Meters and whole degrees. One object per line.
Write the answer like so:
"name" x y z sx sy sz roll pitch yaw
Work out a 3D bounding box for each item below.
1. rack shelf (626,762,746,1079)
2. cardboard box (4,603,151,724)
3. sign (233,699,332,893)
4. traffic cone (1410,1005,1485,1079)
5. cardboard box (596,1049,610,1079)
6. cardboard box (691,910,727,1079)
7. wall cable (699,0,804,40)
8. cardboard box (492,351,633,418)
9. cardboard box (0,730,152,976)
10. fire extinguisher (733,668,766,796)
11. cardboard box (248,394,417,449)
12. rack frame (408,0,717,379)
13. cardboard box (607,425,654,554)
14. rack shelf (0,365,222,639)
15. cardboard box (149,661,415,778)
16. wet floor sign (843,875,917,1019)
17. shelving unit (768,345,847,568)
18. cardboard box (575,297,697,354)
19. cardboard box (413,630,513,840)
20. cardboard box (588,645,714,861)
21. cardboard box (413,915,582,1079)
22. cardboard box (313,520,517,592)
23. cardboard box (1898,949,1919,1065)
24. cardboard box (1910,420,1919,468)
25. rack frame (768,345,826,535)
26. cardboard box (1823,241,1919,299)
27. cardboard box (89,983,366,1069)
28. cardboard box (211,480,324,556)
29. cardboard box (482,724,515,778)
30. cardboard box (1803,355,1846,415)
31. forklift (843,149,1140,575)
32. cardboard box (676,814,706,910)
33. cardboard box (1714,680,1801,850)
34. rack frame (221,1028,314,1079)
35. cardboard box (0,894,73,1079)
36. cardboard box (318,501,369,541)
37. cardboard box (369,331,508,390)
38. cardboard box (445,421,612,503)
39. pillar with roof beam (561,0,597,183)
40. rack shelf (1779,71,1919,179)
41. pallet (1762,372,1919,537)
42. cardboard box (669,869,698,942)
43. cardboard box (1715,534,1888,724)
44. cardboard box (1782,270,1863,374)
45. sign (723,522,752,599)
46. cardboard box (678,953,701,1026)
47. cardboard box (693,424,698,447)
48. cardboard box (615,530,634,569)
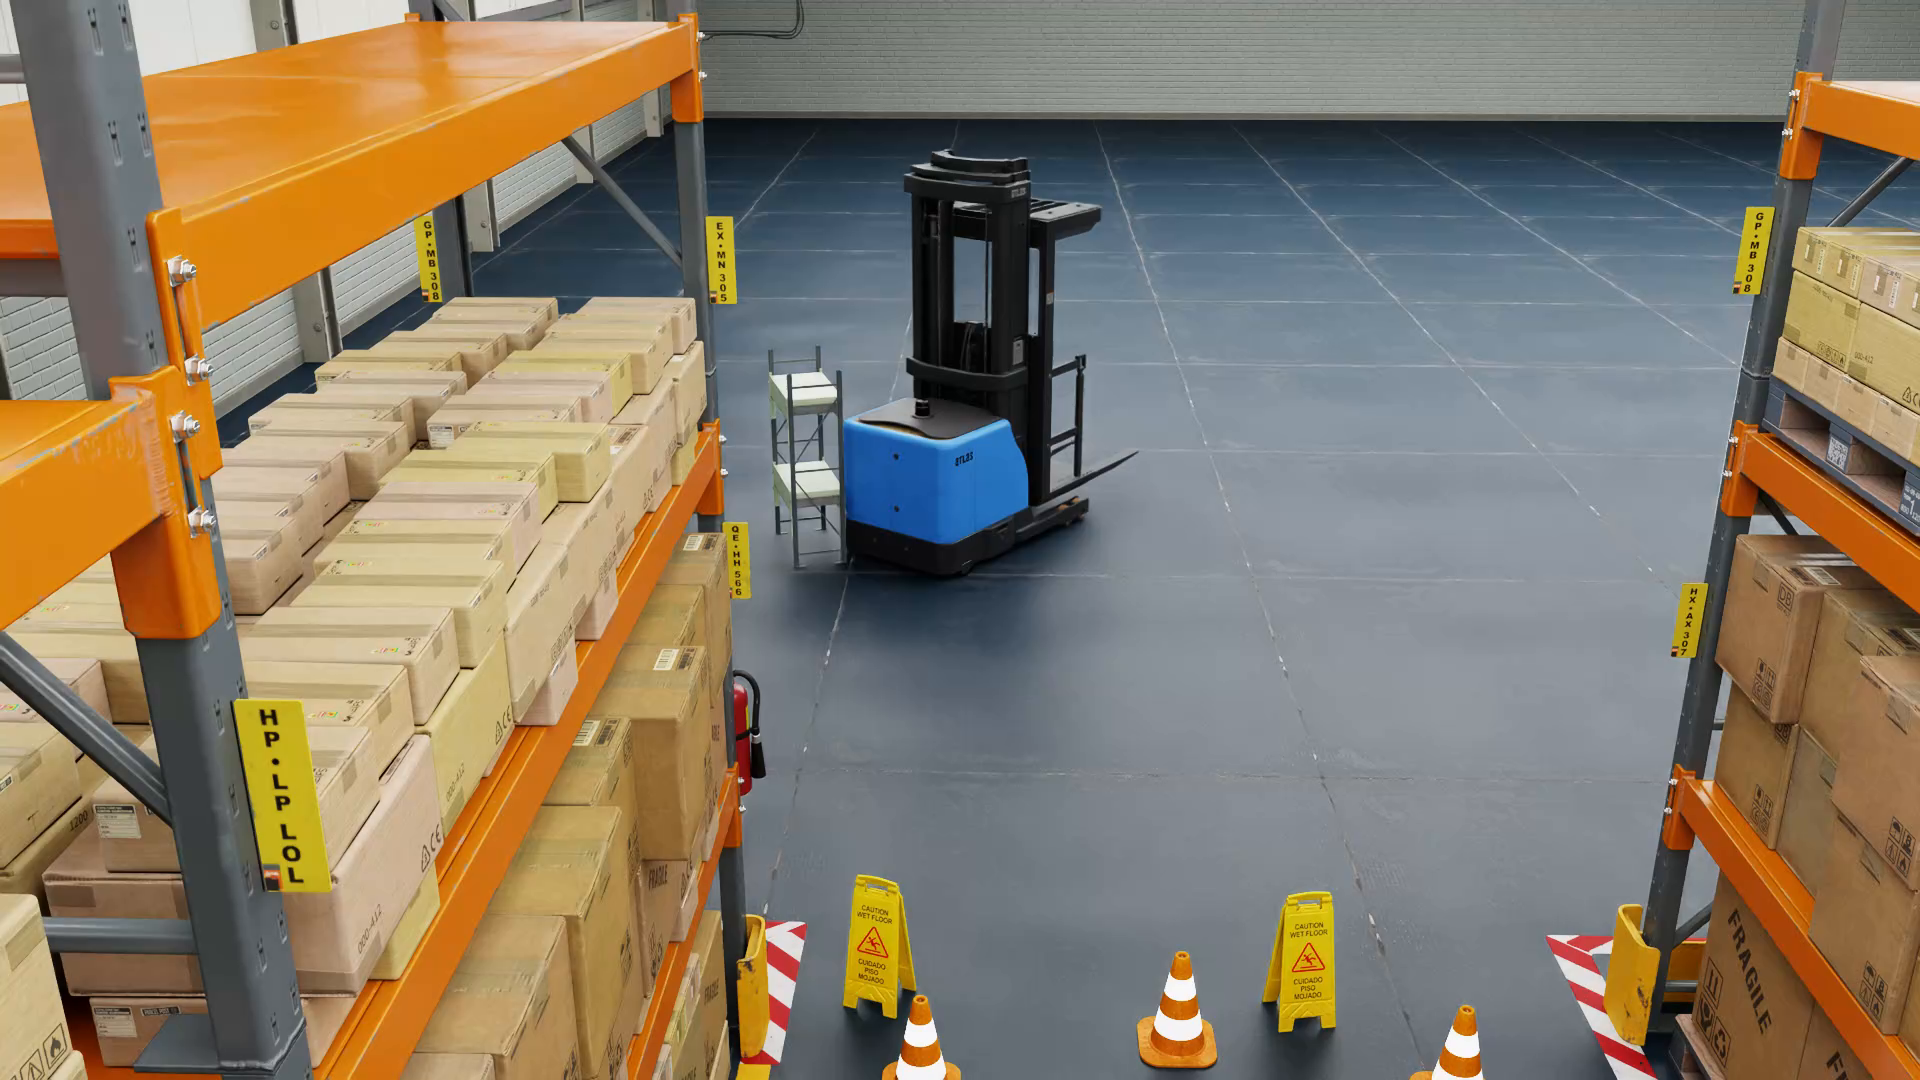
"rack shelf" -1.504 1.816 5.197 1.077 0.370 4.000 1 21 2
"cardboard box" -1.744 0.246 3.348 0.380 0.149 0.250 1 21 3
"sign" -1.010 0.385 2.483 0.100 0.325 0.005 1 21 2
"traffic cone" 2.073 2.134 6.889 0.336 0.463 0.334 1 21 2
"cardboard box" -1.252 1.499 4.469 0.500 0.500 0.500 0 21 1
"cardboard box" -1.206 1.786 6.462 0.500 0.500 0.500 1 21 2
"wall cable" -5.002 -12.301 36.584 3.097 2.526 0.112 1 21 2
"cardboard box" -1.253 -0.494 5.253 0.380 0.149 0.250 1 21 2
"cardboard box" -1.820 0.573 3.054 0.500 0.250 0.500 0 21 1
"fire extinguisher" -0.979 0.757 7.038 0.296 0.674 0.183 1 21 2
"cardboard box" -1.802 -0.314 4.791 0.380 0.149 0.250 1 21 3
"rack frame" -1.443 -2.040 5.845 1.000 3.000 0.127 1 21 2
"cardboard box" -1.216 -0.152 4.925 0.500 0.250 0.500 1 21 3
"rack shelf" -1.625 0.652 0.457 1.077 0.370 4.000 1 21 2
"cardboard box" -1.250 0.346 3.089 0.380 0.149 0.250 1 21 3
"wet floor sign" -0.367 1.798 7.503 0.267 0.644 0.232 8 23 20
"shelving unit" -1.157 -0.638 12.599 0.431 1.500 0.755 -6 22 -15
"cardboard box" -1.158 -0.770 5.966 0.380 0.149 0.250 1 21 2
"cardboard box" -1.271 0.394 3.517 0.500 0.250 0.500 0 21 1
"cardboard box" -1.176 0.661 5.246 0.700 0.500 0.500 0 21 1
"cardboard box" -1.297 1.211 3.830 0.700 0.500 0.500 1 21 2
"cardboard box" -1.241 0.066 3.812 0.380 0.149 0.250 0 21 0
"cardboard box" 3.430 1.432 4.984 0.875 0.550 0.500 1 21 2
"cardboard box" 3.147 -0.263 5.042 0.380 0.149 0.250 1 21 2
"rack frame" -1.261 -0.765 12.926 0.400 1.500 0.023 -6 22 -15
"cardboard box" 3.171 -0.912 5.613 0.380 0.149 0.250 1 21 2
"cardboard box" -1.307 0.811 2.992 0.380 0.149 0.250 0 21 1
"cardboard box" -1.801 -0.036 4.074 0.380 0.149 0.250 1 21 2
"cardboard box" -1.282 0.441 3.947 0.380 0.149 0.250 0 21 0
"cardboard box" 3.170 -0.536 5.745 0.380 0.149 0.250 1 21 2
"forklift" 0.389 -1.578 13.045 1.130 2.935 3.031 15 26 34
"cardboard box" -1.204 0.952 5.879 0.500 0.500 0.500 1 21 2
"cardboard box" 3.542 0.840 6.510 0.875 0.550 0.550 1 21 2
"rack frame" -1.564 2.204 3.203 1.000 3.000 0.127 1 21 2
"cardboard box" -1.455 0.657 1.978 0.500 0.250 0.500 1 21 3
"cardboard box" -1.776 0.023 4.472 0.500 0.250 0.500 1 21 3
"cardboard box" -1.718 -0.589 5.497 0.380 0.149 0.250 1 21 2
"cardboard box" -1.171 -0.215 4.536 0.380 0.149 0.250 1 21 3
"pillar with roof beam" -2.293 -10.481 27.602 9.100 9.000 0.400 1 21 2
"rack shelf" 3.447 -0.777 4.138 1.077 0.370 4.000 1 21 2
"pallet" 3.496 -0.314 5.666 1.003 0.211 1.213 1 21 2
"cardboard box" -1.144 1.291 5.903 0.380 0.149 0.250 1 21 3
"cardboard box" 3.458 0.336 6.317 0.875 0.550 0.550 1 21 2
"cardboard box" 3.237 -0.763 5.779 0.500 0.250 0.500 1 21 2
"sign" -0.889 0.083 6.630 0.100 0.325 0.005 1 21 2
"cardboard box" -1.150 1.617 6.001 0.380 0.149 0.250 1 21 3
"cardboard box" -1.174 -0.392 6.093 0.380 0.149 0.250 1 21 2
"cardboard box" -1.225 -0.024 5.146 0.380 0.149 0.250 0 21 1
